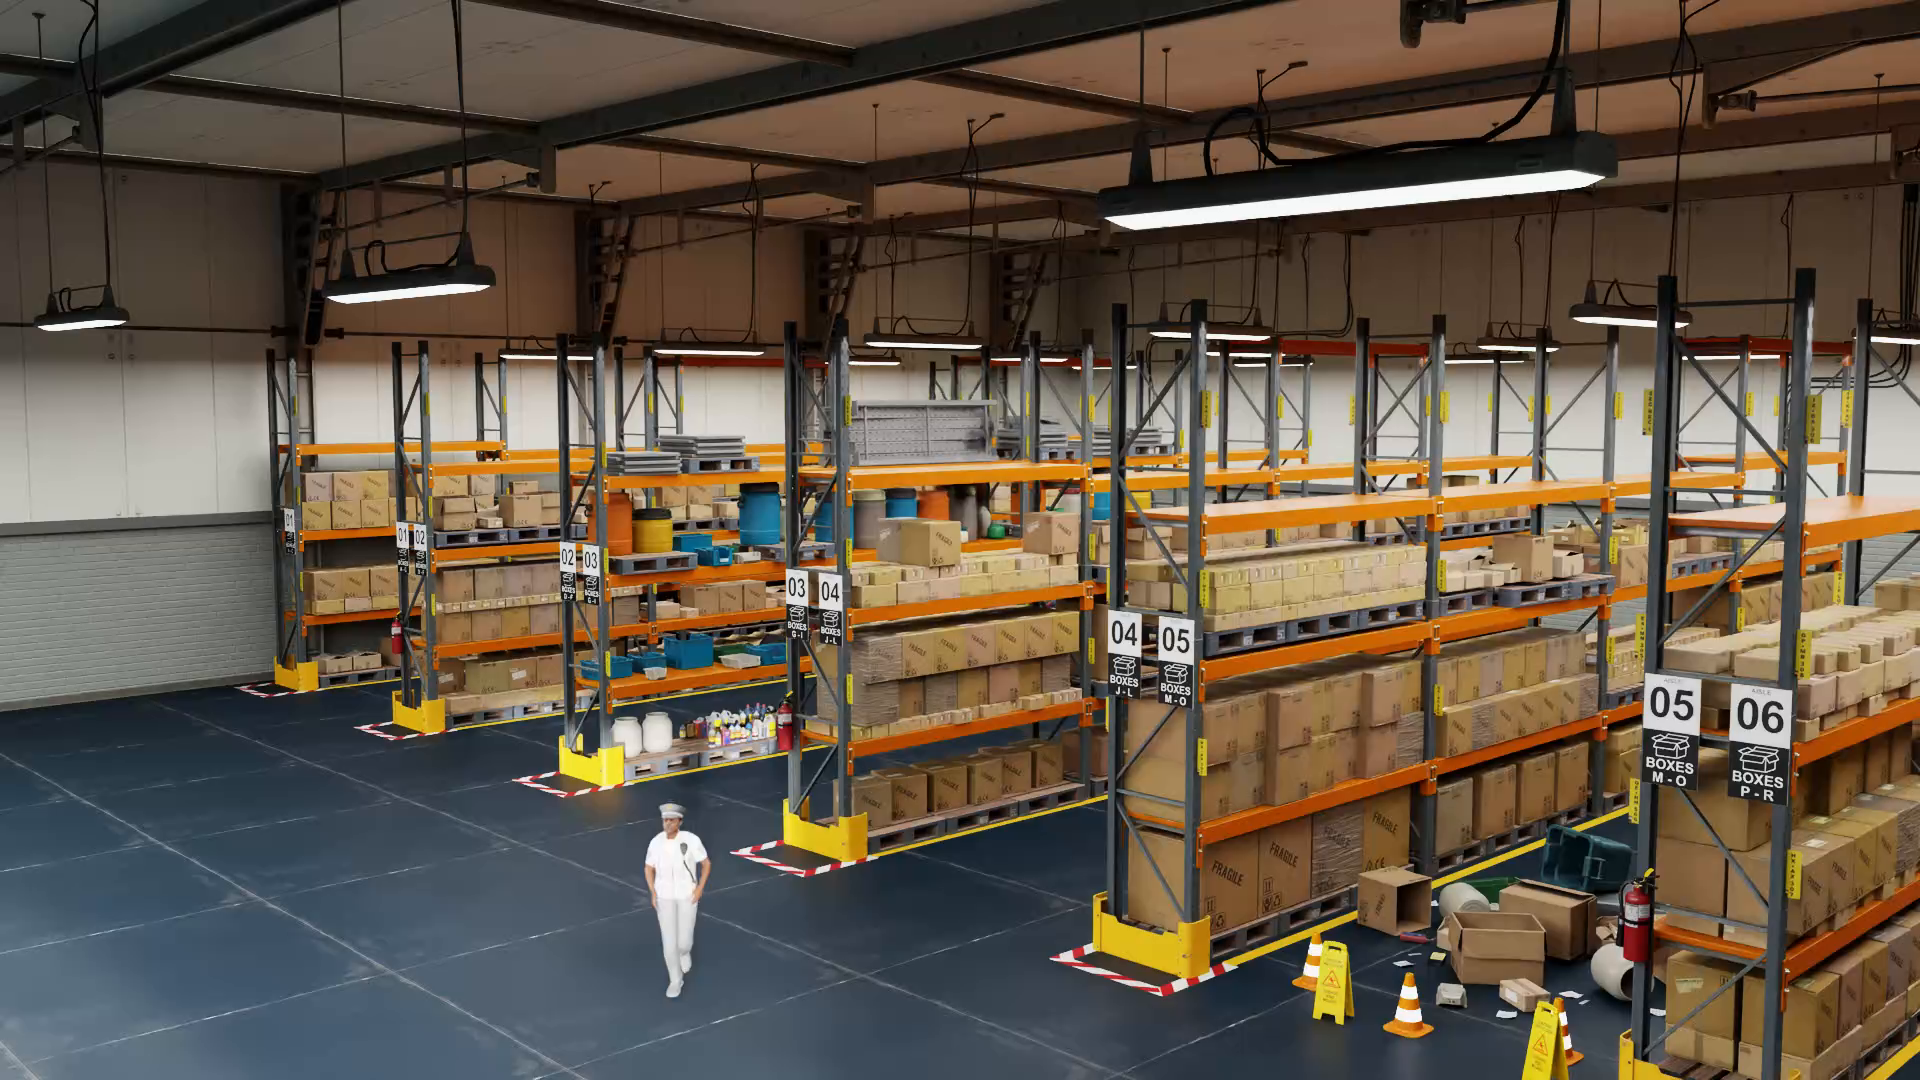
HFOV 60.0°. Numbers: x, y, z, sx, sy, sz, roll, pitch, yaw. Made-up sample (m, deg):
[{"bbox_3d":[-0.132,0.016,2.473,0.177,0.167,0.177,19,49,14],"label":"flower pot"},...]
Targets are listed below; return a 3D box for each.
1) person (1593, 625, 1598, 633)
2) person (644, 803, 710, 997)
[{"bbox_3d":[9.490,2.126,24.678,0.654,1.796,0.993,5,7,43],"label":"person"},{"bbox_3d":[-2.466,3.097,14.471,0.575,1.667,0.507,0,5,0],"label":"person"}]
